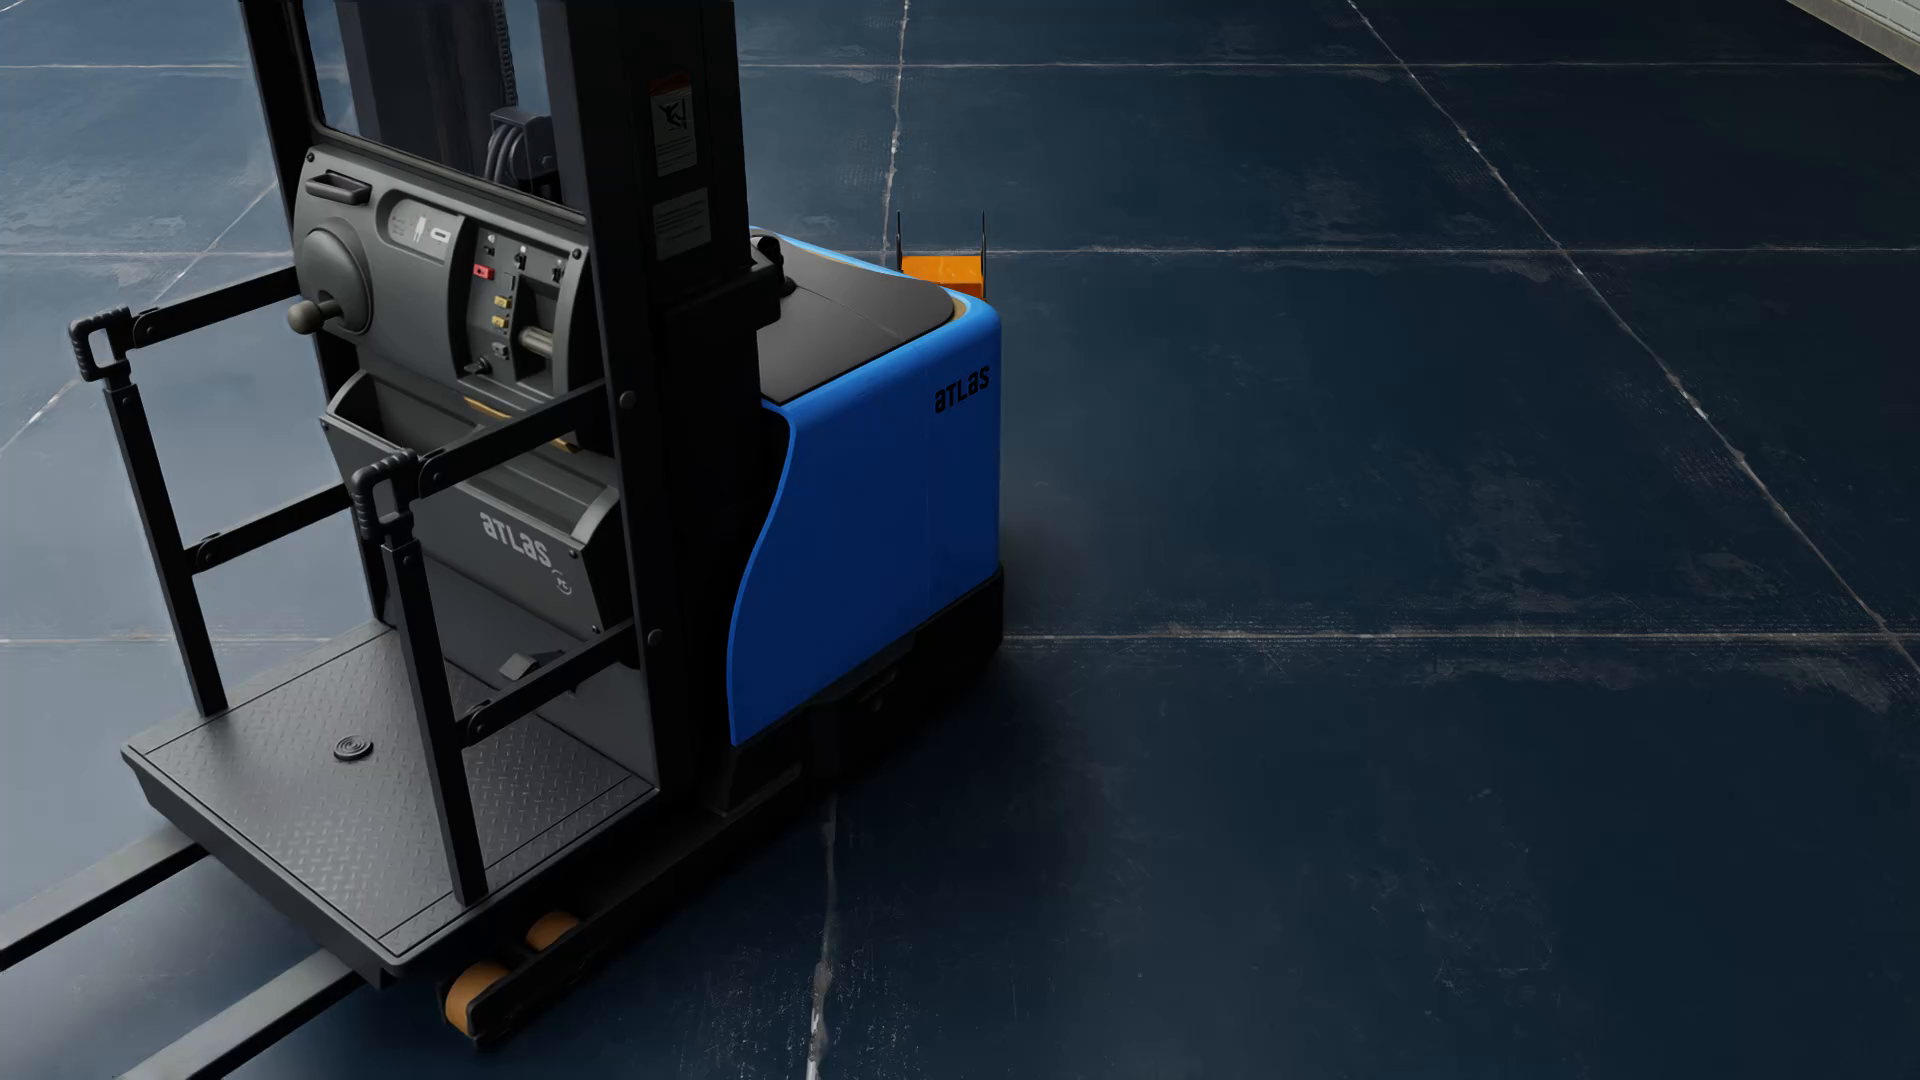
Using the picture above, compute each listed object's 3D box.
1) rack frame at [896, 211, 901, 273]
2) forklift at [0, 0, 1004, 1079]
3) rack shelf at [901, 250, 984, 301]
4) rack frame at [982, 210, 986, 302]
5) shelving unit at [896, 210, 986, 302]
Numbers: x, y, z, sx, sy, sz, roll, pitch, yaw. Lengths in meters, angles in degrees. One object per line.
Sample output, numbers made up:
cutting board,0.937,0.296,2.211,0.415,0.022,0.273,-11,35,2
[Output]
rack frame,-0.176,-0.448,4.977,0.008,1.050,0.200,0,31,0
forklift,-1.202,-0.492,3.235,1.130,2.935,3.031,23,38,33
rack shelf,-0.054,-0.682,4.836,0.240,0.259,0.215,0,31,0
rack frame,0.068,-0.449,4.978,0.008,1.050,0.200,0,31,0
shelving unit,-0.054,-0.449,4.977,0.252,1.050,0.215,0,31,0
